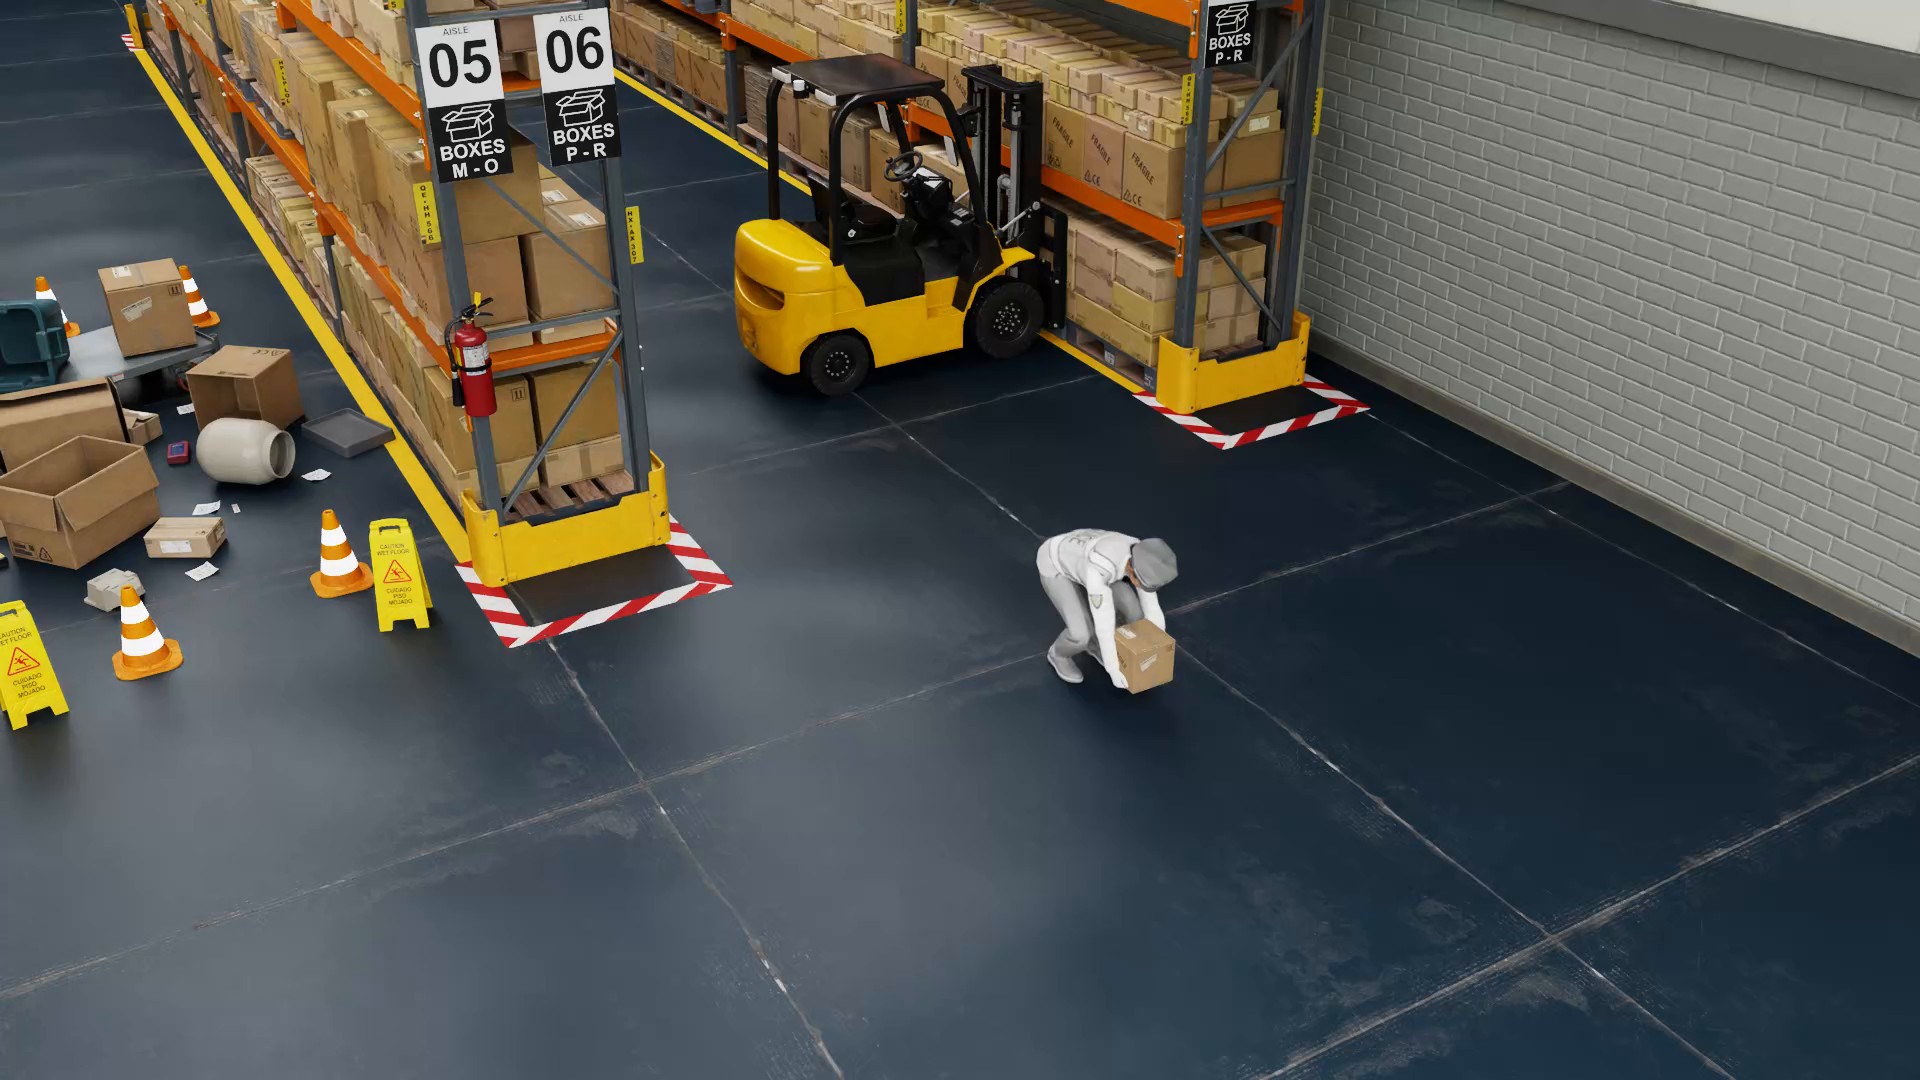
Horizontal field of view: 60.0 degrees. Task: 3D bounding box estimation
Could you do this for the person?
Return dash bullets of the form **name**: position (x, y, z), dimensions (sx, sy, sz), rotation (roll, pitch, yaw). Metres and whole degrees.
- **person**: position (0.771, 0.318, 8.698), dimensions (0.424, 0.978, 0.892), rotation (-17, 33, -28)
